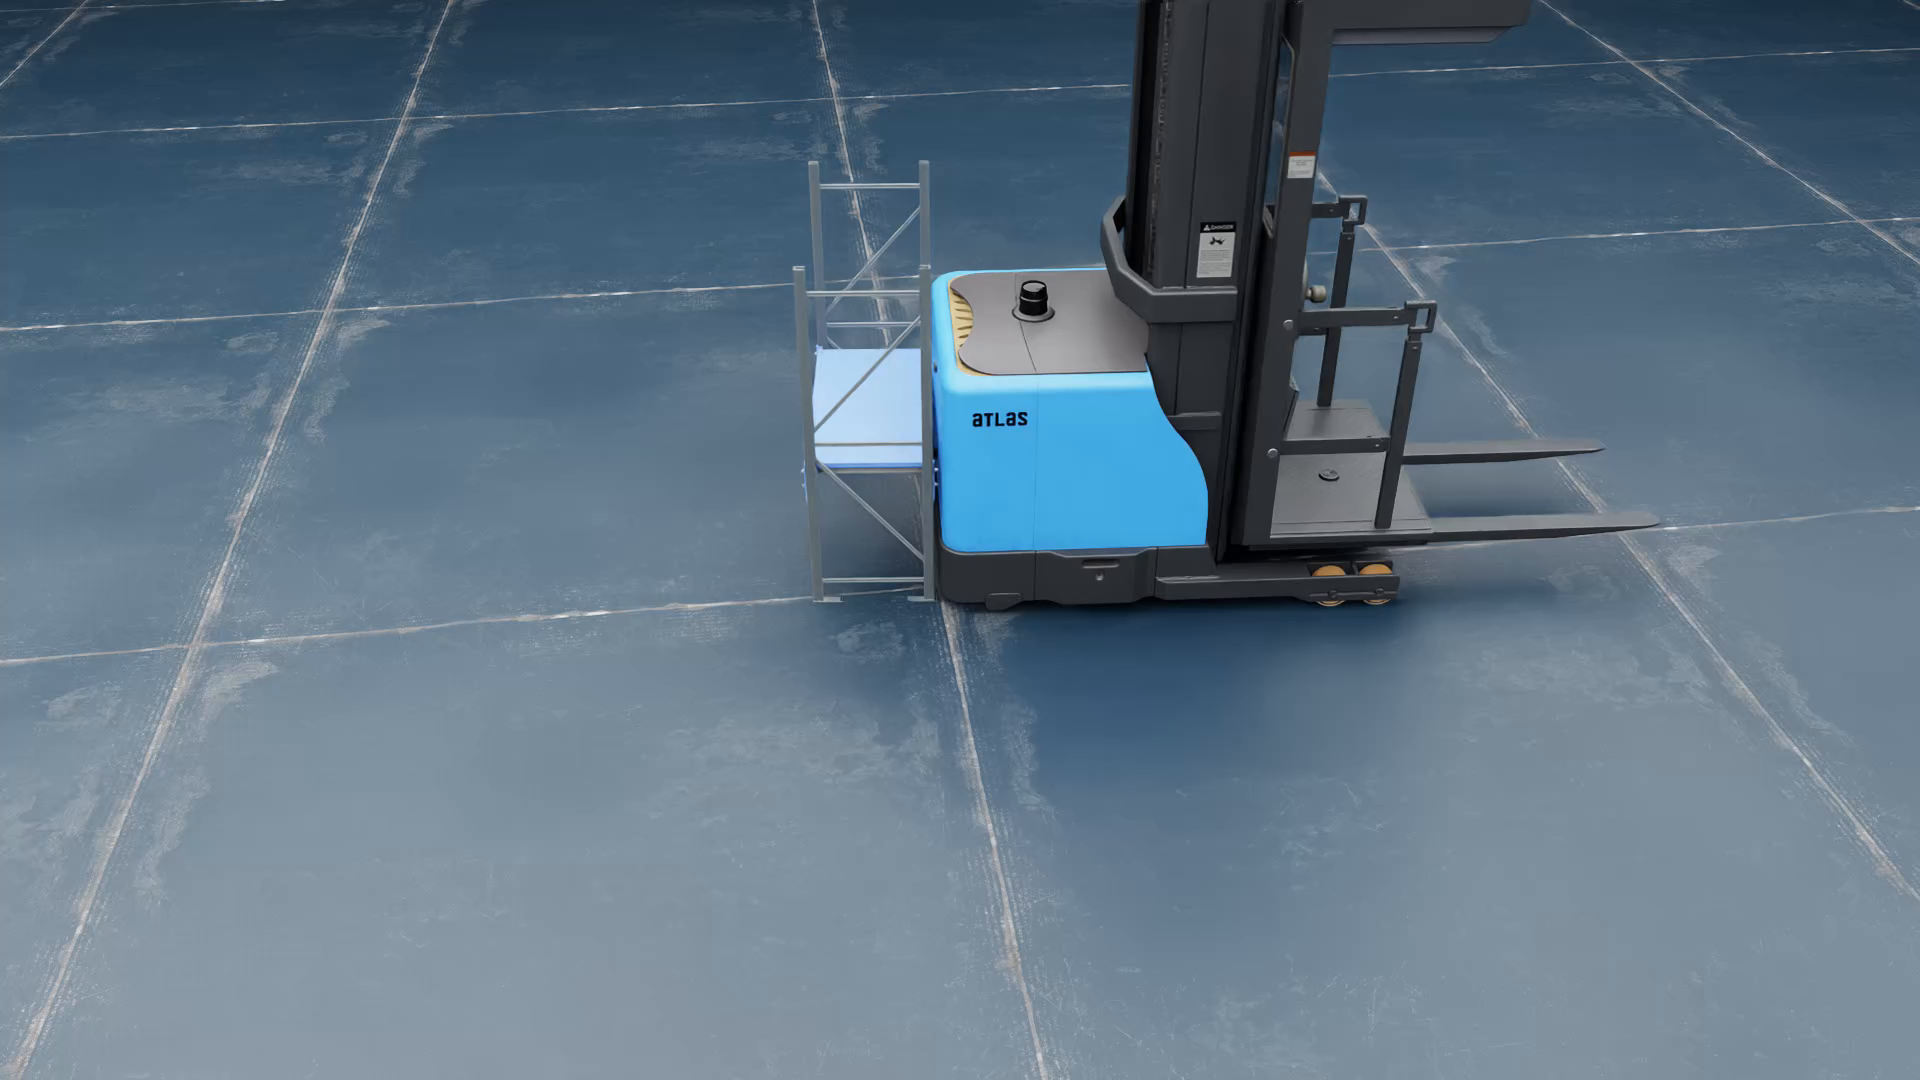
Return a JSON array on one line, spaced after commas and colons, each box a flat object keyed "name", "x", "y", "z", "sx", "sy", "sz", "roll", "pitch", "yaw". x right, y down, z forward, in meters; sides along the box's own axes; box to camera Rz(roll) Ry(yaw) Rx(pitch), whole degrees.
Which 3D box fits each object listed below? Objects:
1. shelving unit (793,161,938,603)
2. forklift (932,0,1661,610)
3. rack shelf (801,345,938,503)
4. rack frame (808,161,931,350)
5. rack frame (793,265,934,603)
[{"name": "shelving unit", "x": -0.366, "y": -0.656, "z": 6.880, "sx": 0.538, "sy": 1.500, "sz": 1.048, "roll": -1, "pitch": 34, "yaw": -1}, {"name": "forklift", "x": 1.405, "y": -1.236, "z": 6.461, "sx": 3.031, "sy": 2.935, "sz": 1.130, "roll": -2, "pitch": 34, "yaw": -3}, {"name": "rack shelf", "x": -0.366, "y": -0.507, "z": 6.982, "sx": 0.538, "sy": 0.185, "sz": 1.000, "roll": -1, "pitch": 34, "yaw": -1}, {"name": "rack frame", "x": -0.377, "y": -0.942, "z": 7.300, "sx": 0.500, "sy": 1.500, "sz": 0.032, "roll": -1, "pitch": 34, "yaw": -1}, {"name": "rack frame", "x": -0.356, "y": -0.370, "z": 6.460, "sx": 0.500, "sy": 1.500, "sz": 0.032, "roll": -1, "pitch": 34, "yaw": -1}]
